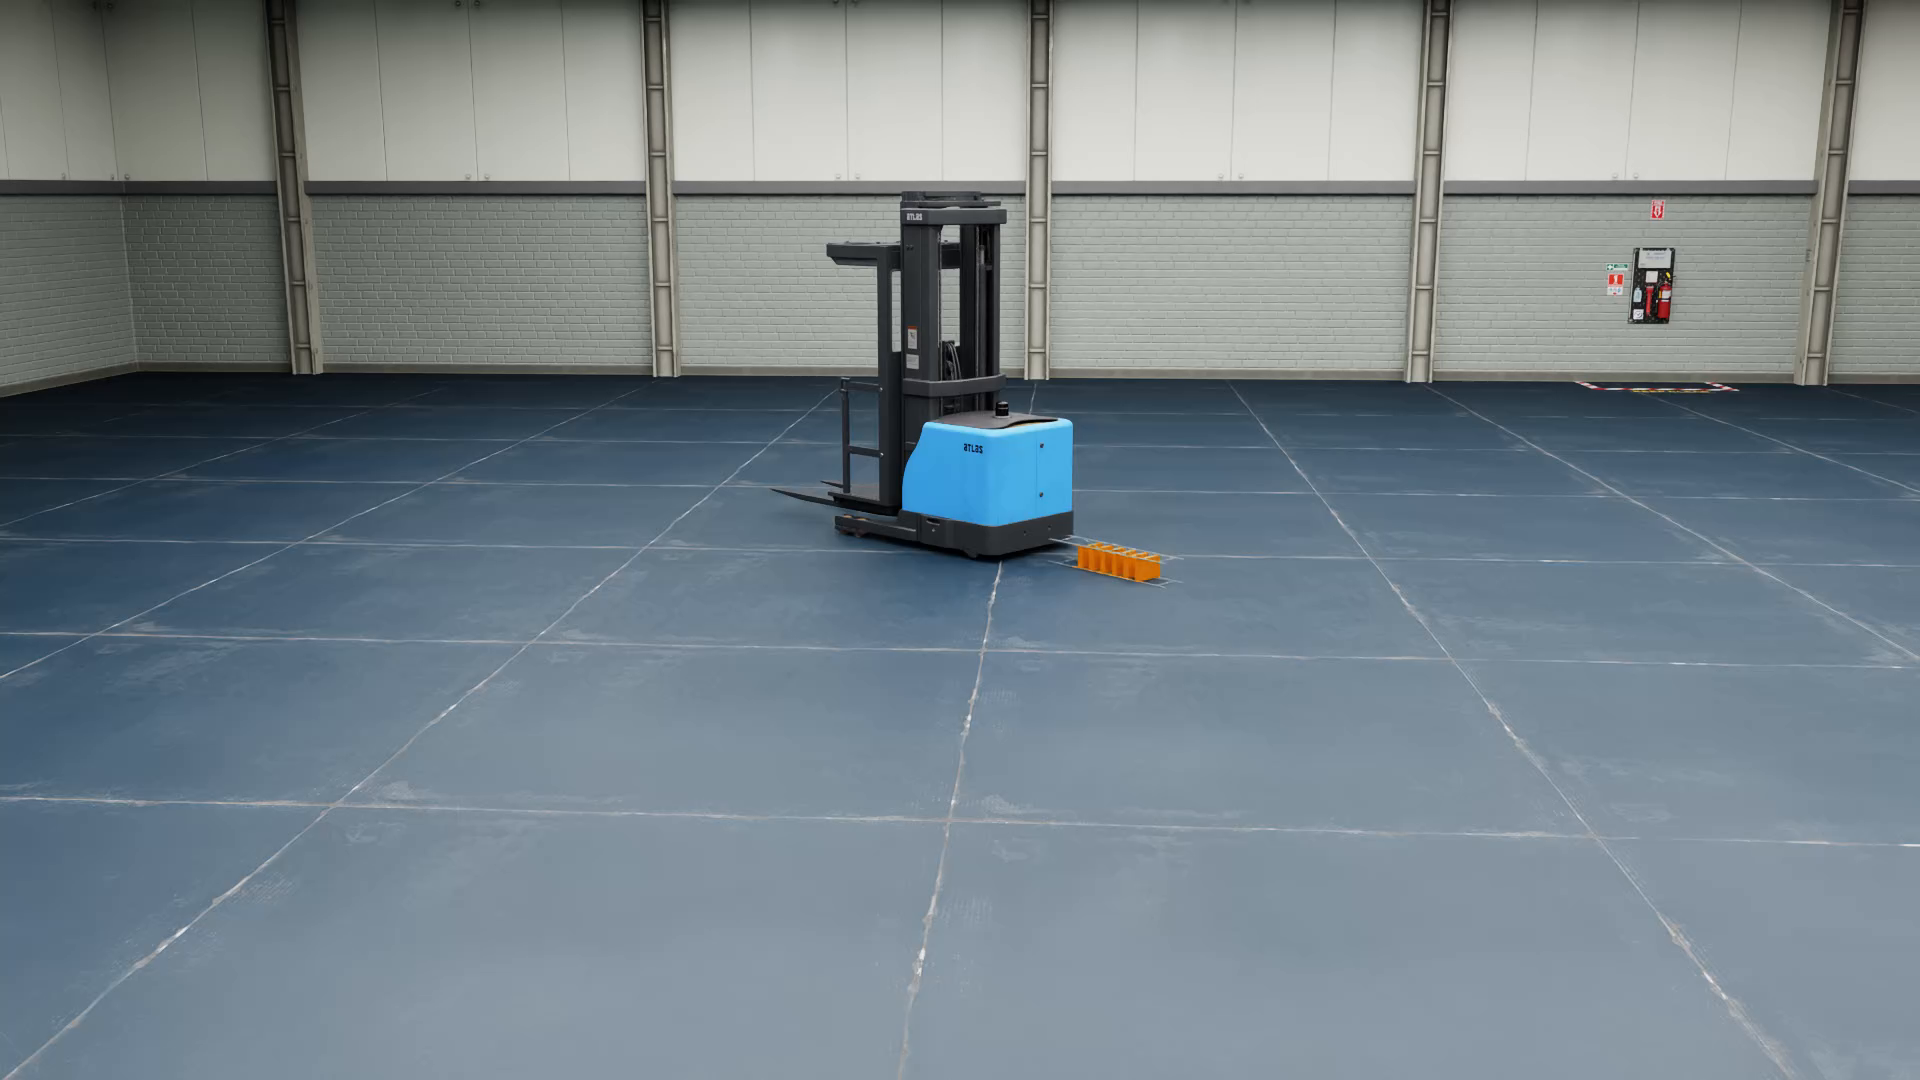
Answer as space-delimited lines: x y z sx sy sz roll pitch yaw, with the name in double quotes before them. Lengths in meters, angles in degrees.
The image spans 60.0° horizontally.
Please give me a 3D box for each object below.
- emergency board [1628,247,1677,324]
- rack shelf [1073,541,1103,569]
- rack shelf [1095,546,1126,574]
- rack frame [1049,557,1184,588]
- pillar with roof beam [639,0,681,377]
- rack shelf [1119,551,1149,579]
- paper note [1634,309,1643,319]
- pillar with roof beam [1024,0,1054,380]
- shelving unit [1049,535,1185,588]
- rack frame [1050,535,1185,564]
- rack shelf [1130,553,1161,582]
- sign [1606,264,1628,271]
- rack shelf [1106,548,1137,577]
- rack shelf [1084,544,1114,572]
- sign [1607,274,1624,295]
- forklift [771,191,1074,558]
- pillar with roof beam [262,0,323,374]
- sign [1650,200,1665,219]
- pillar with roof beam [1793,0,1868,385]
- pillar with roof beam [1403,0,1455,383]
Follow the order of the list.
"emergency board" 10.741 -3.931 25.733 0.643 1.169 0.194 1 12 4
"rack shelf" 1.021 0.116 13.225 0.258 0.180 0.103 -11 16 -42
"rack shelf" 1.184 0.154 13.053 0.258 0.180 0.103 -11 16 -42
"rack frame" 1.214 0.250 13.040 0.240 0.006 1.200 -11 16 -42
"pillar with roof beam" -5.043 -6.192 21.892 0.400 9.000 9.100 1 12 4
"rack shelf" 1.347 0.191 12.881 0.258 0.180 0.103 -11 16 -42
"paper note" 10.569 -3.516 25.902 0.142 0.148 0.016 1 12 4
"pillar with roof beam" 0.943 -6.110 21.500 0.400 9.000 9.100 1 12 4
"shelving unit" 1.214 0.161 13.021 0.258 0.189 1.200 -11 16 -42
"rack frame" 1.215 0.071 13.002 0.240 0.006 1.200 -11 16 -42
"rack shelf" 1.429 0.210 12.794 0.258 0.180 0.103 -11 16 -42
"sign" 10.200 -4.234 25.803 0.331 0.109 0.001 1 12 4
"rack shelf" 1.266 0.173 12.967 0.258 0.180 0.103 -11 16 -42
"rack shelf" 1.103 0.135 13.139 0.258 0.180 0.103 -11 16 -42
"sign" 10.196 -3.977 25.866 0.234 0.329 0.001 1 12 4
"forklift" -0.449 -1.525 14.401 3.031 2.935 1.130 11 16 43
"pillar with roof beam" -11.030 -6.274 22.285 0.400 9.000 9.100 1 12 4
"sign" 10.739 -5.086 25.593 0.199 0.298 0.001 1 12 4
"pillar with roof beam" 12.916 -5.946 20.715 0.400 9.000 9.100 1 12 4
"pillar with roof beam" 6.930 -6.028 21.107 0.400 9.000 9.100 1 12 4
